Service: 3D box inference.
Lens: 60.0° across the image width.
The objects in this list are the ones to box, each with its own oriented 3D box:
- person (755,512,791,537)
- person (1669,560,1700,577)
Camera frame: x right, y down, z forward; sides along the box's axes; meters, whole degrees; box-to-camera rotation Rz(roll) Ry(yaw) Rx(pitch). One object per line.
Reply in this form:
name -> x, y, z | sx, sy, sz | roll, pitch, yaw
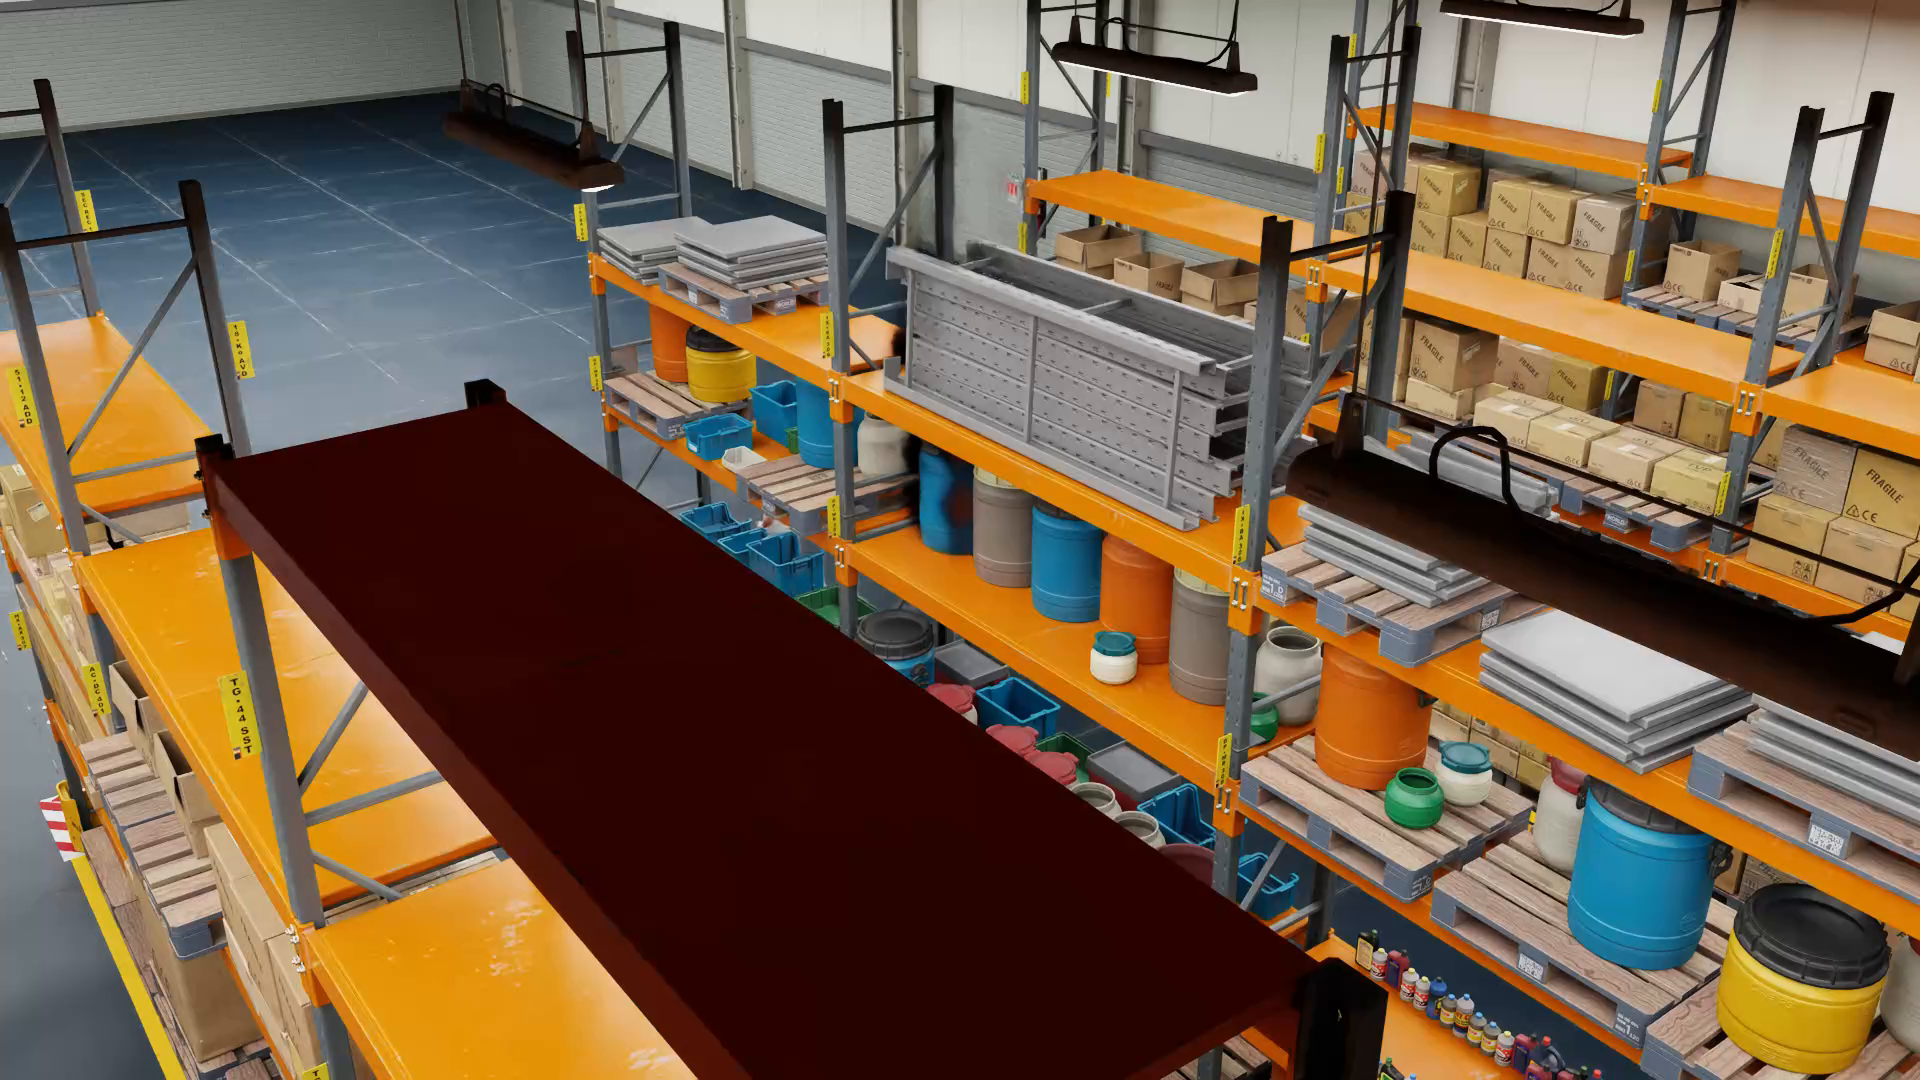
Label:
person -> -1.829, -0.089, 17.117 | 0.794, 1.794, 0.680 | 16, 29, 30
person -> 6.602, 0.835, 15.212 | 0.913, 1.664, 0.552 | 22, 33, 40
